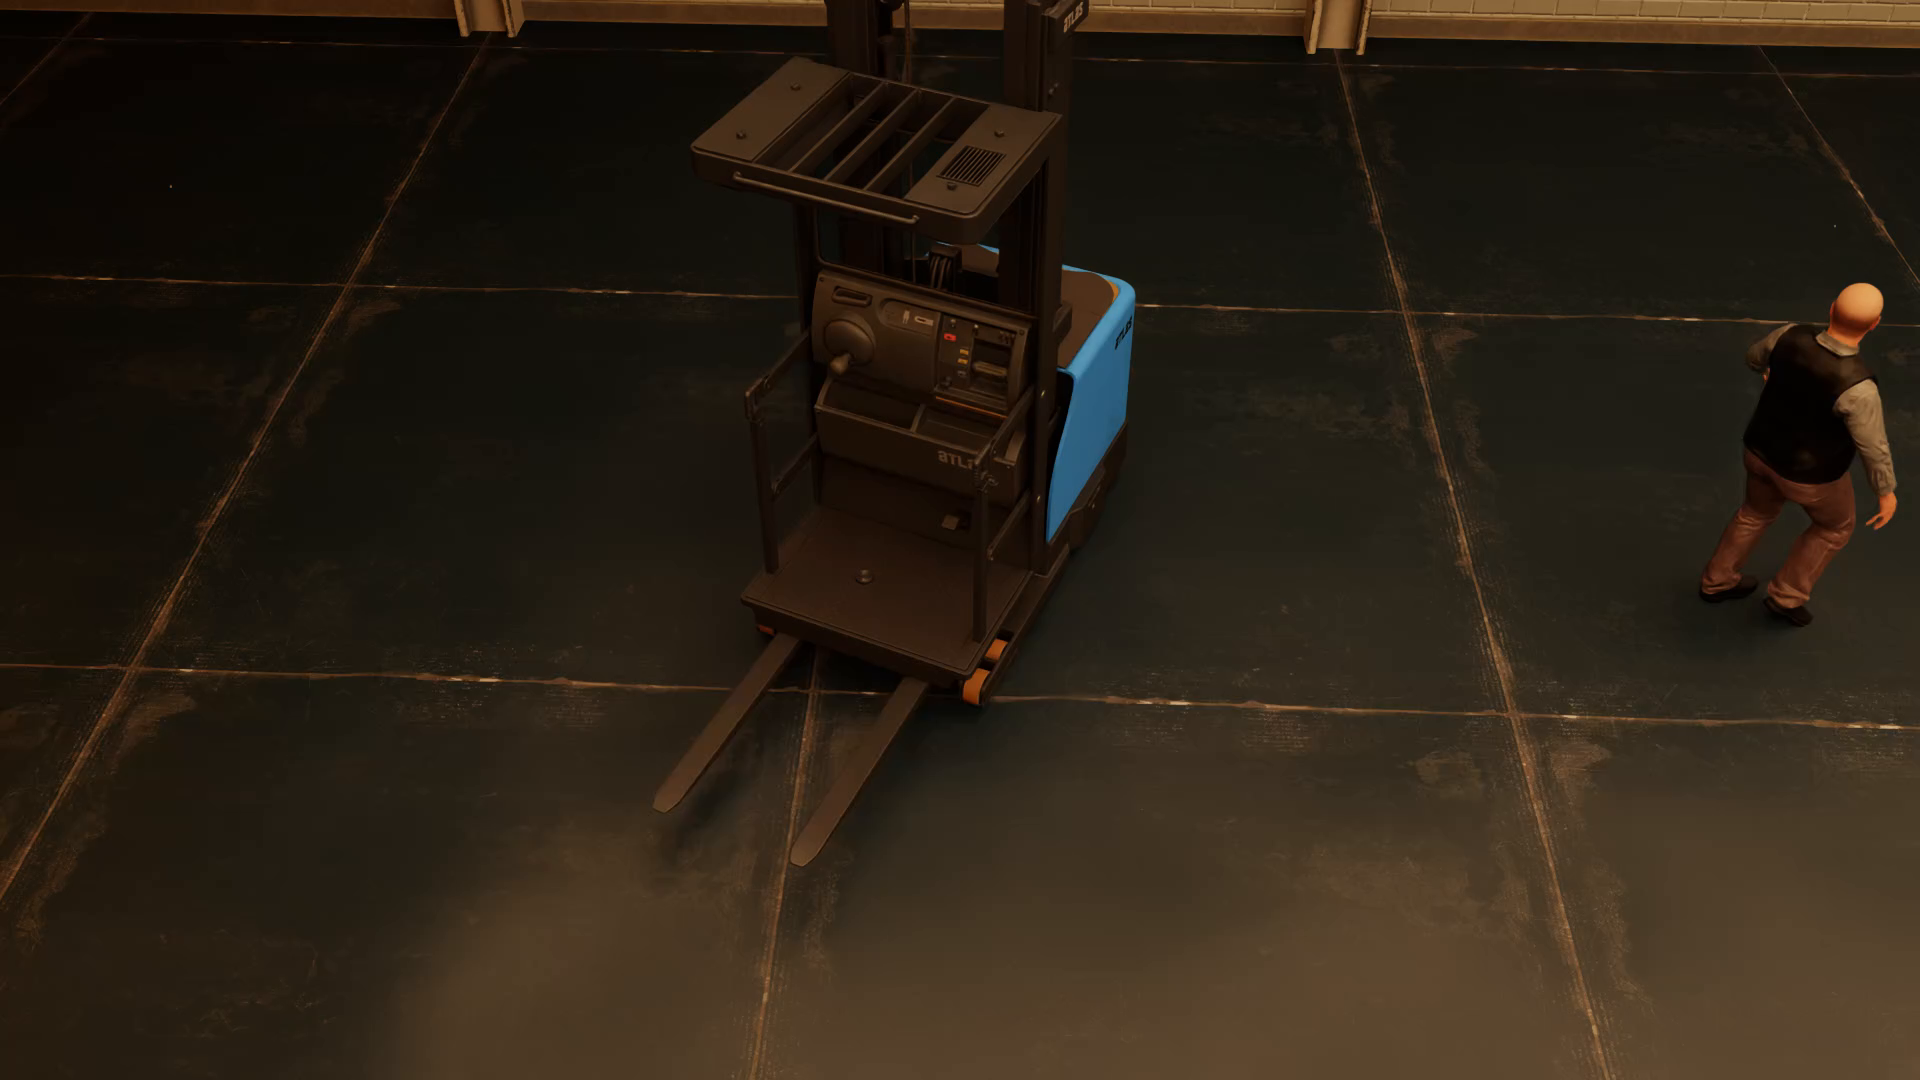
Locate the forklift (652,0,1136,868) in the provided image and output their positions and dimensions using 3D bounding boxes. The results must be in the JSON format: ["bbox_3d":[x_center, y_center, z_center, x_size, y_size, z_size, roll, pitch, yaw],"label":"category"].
[{"bbox_3d":[-0.257,-0.709,6.519,1.130,2.935,3.031,17,45,18],"label":"forklift"}]

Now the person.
[{"bbox_3d":[3.586,-0.355,7.079,0.493,1.739,0.889,-15,45,-16],"label":"person"}]
